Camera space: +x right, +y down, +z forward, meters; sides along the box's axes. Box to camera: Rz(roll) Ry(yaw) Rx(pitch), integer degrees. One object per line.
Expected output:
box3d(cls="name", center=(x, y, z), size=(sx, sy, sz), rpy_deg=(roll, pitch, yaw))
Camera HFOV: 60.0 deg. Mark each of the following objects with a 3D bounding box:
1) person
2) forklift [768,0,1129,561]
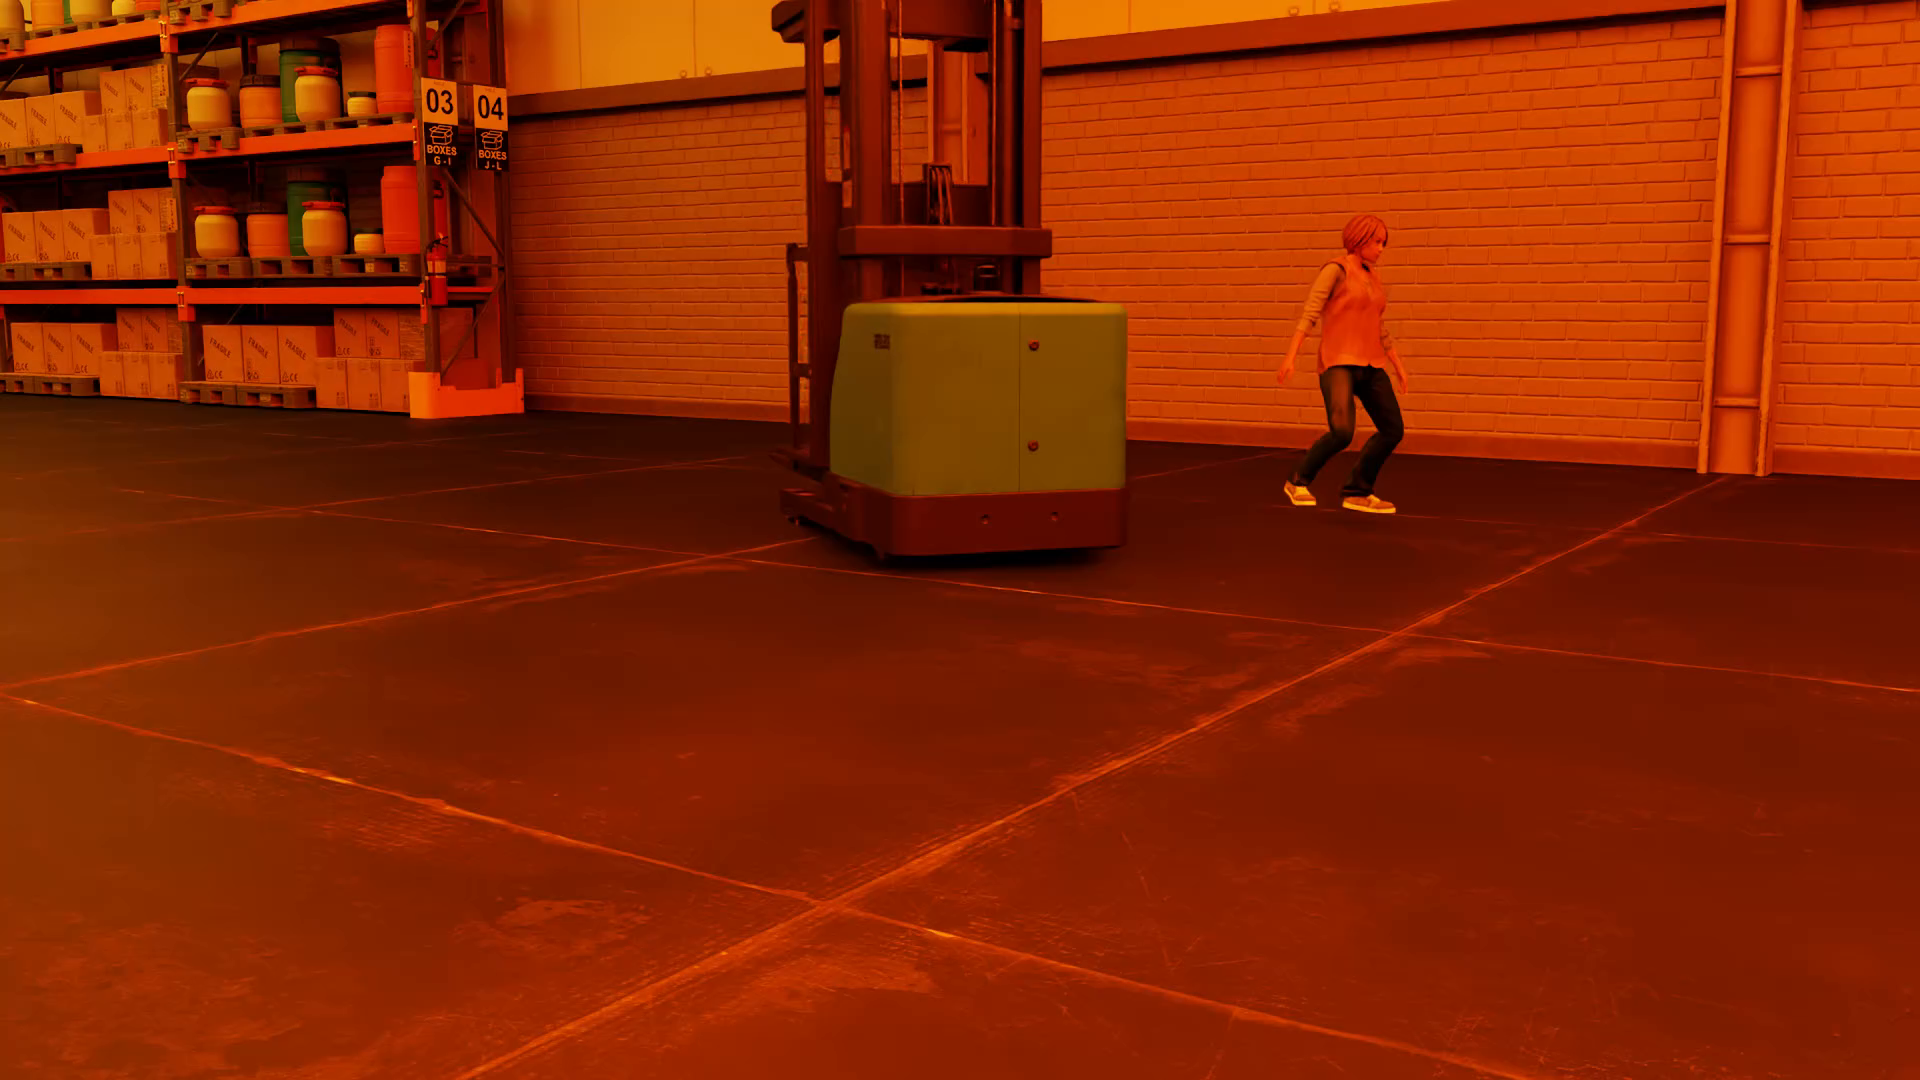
box3d(cls="person", center=(1.938, -0.863, 8.366), size=(0.755, 1.514, 0.449), rpy_deg=(-5, 9, -31))
box3d(cls="forklift", center=(-0.263, -1.536, 7.996), size=(1.130, 2.935, 3.031), rpy_deg=(-3, 9, -19))
